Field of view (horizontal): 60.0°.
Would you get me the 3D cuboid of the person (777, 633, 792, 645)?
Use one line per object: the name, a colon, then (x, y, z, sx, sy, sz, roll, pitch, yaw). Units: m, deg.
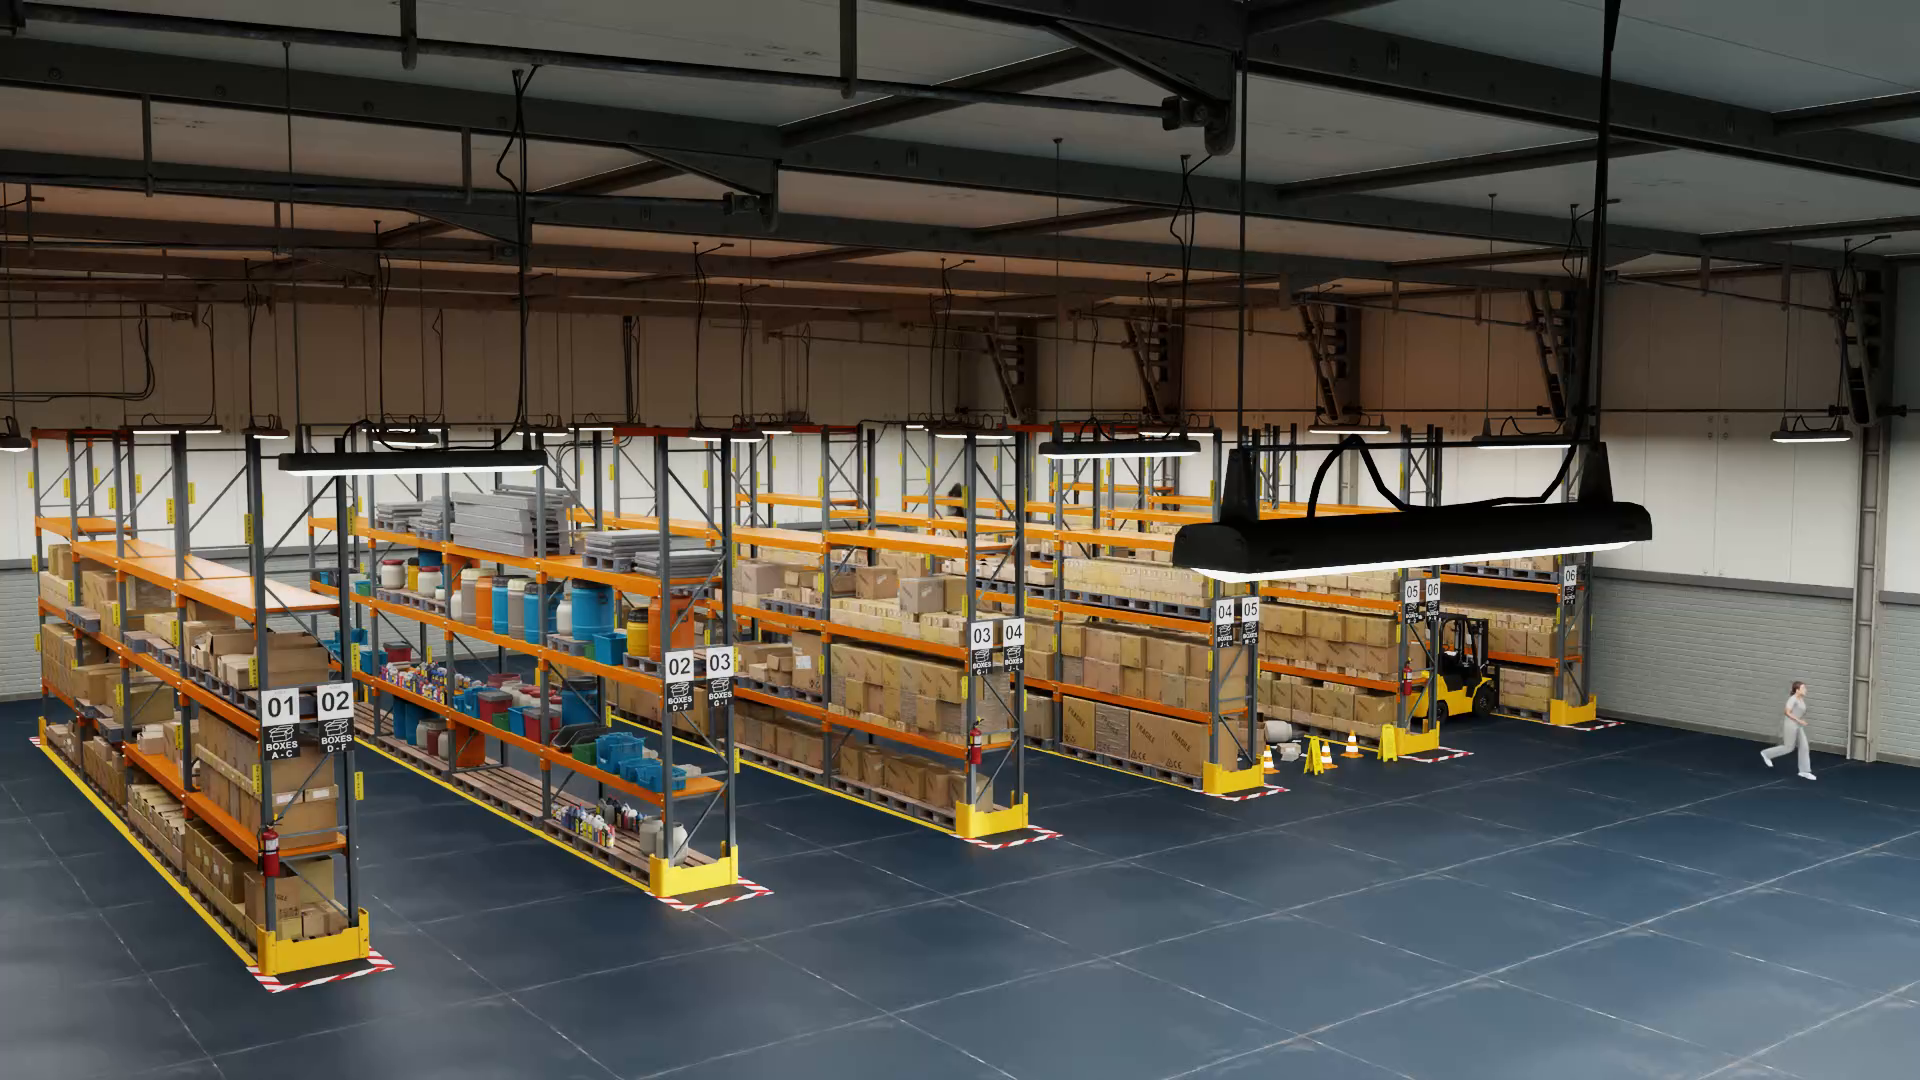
person: (-4.662, 2.091, 44.072, 0.507, 1.644, 0.704, 3, 5, 31)

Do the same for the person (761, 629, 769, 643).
person: (-4.963, 2.253, 41.818, 0.553, 1.601, 0.651, 0, 4, 6)

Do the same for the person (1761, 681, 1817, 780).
person: (14.366, 3.254, 28.737, 0.588, 1.661, 0.952, -4, 6, -44)
